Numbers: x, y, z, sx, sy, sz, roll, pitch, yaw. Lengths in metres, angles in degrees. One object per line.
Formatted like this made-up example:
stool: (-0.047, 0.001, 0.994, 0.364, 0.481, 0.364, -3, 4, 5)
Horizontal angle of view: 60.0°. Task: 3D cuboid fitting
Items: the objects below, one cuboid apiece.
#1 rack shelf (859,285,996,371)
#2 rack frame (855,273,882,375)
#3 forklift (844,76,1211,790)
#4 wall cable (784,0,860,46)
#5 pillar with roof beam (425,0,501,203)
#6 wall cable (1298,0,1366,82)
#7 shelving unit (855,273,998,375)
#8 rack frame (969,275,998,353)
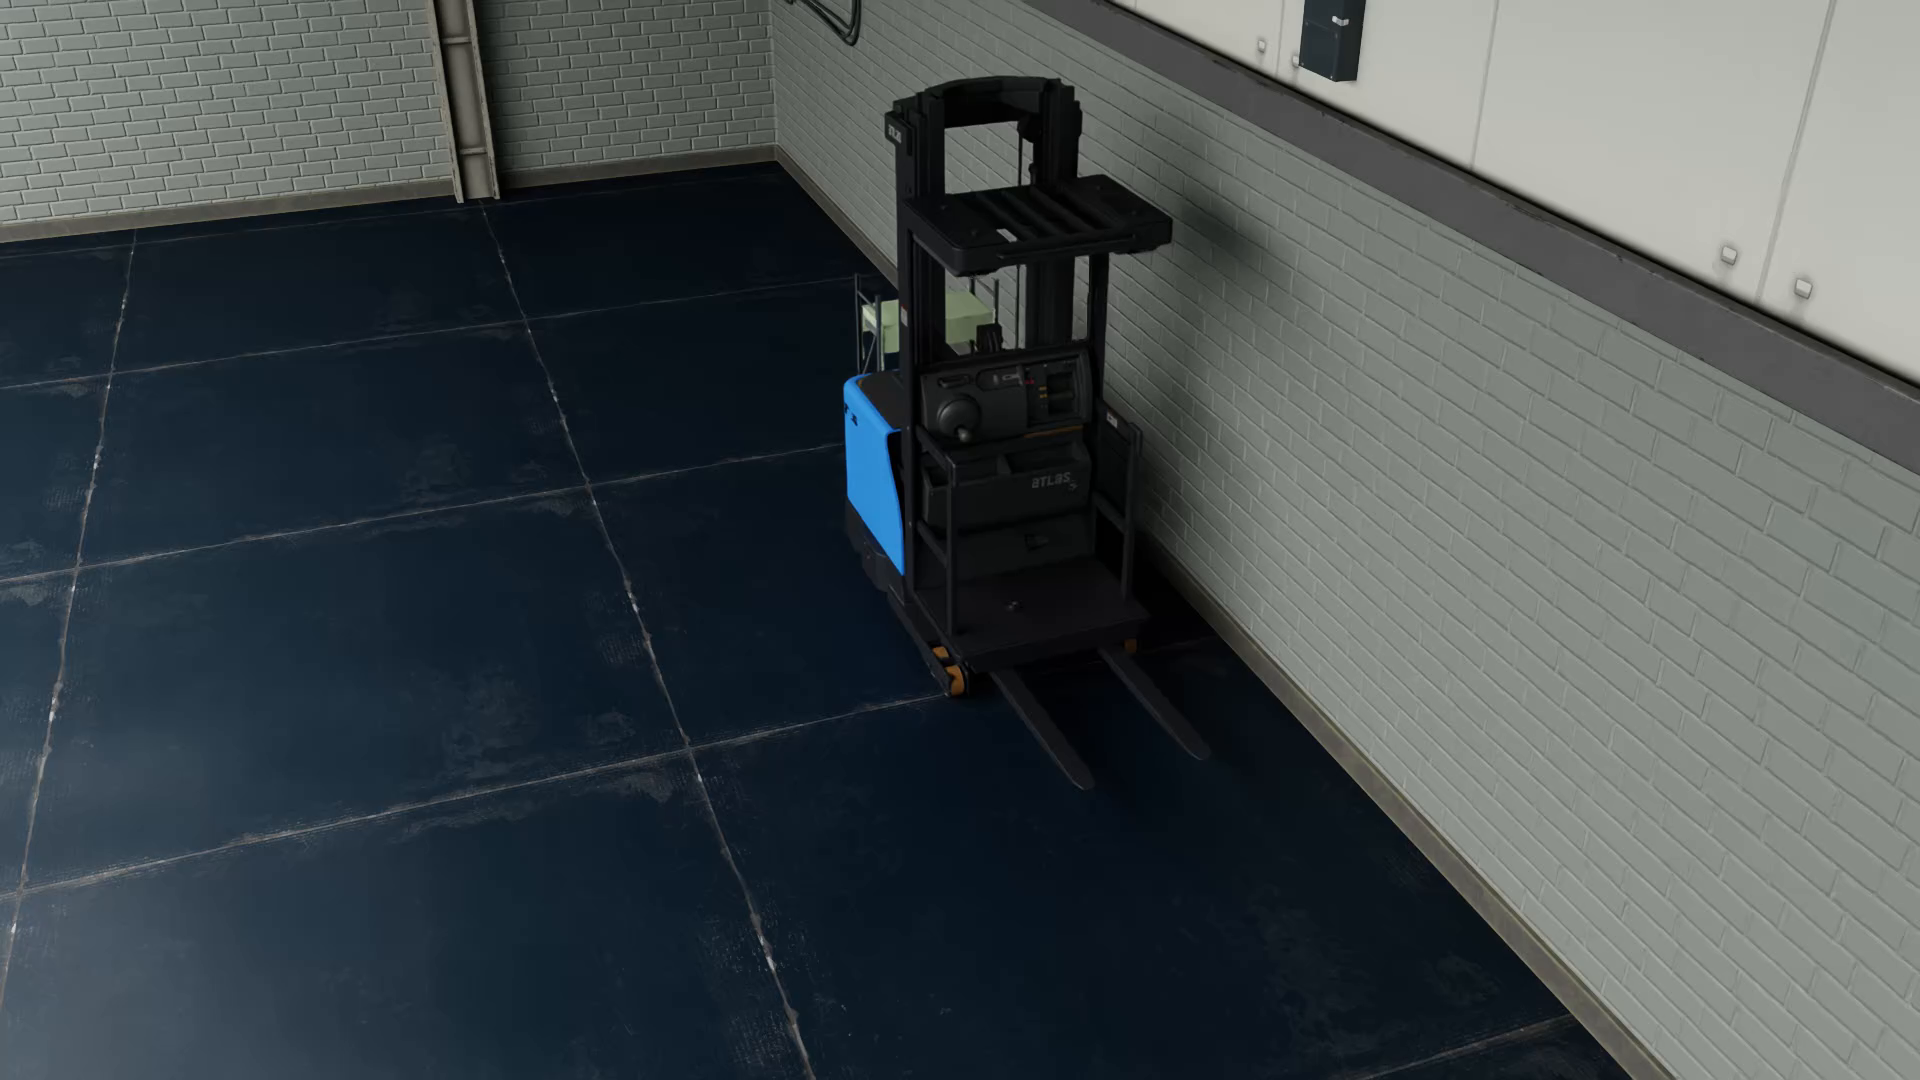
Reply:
rack shelf: (-0.199, -1.240, 9.973, 0.720, 0.370, 0.431, -11, 32, -19)
rack frame: (-0.538, -0.833, 10.047, 0.023, 1.500, 0.400, -11, 32, -19)
forklift: (0.324, -0.691, 8.352, 1.130, 2.935, 3.031, -11, 31, -19)
wall cable: (-1.378, -5.738, 14.218, 0.112, 2.526, 3.097, -10, 31, -18)
pillar with roof beam: (-3.099, -5.195, 10.128, 0.400, 9.000, 9.100, -10, 31, -18)
wall cable: (1.917, -4.157, 4.872, 0.169, 6.003, 2.305, -10, 31, -18)
shelving unit: (-0.199, -0.900, 10.166, 0.755, 1.500, 0.431, -11, 32, -19)
rack frame: (0.140, -0.968, 10.285, 0.023, 1.500, 0.400, -11, 32, -19)
